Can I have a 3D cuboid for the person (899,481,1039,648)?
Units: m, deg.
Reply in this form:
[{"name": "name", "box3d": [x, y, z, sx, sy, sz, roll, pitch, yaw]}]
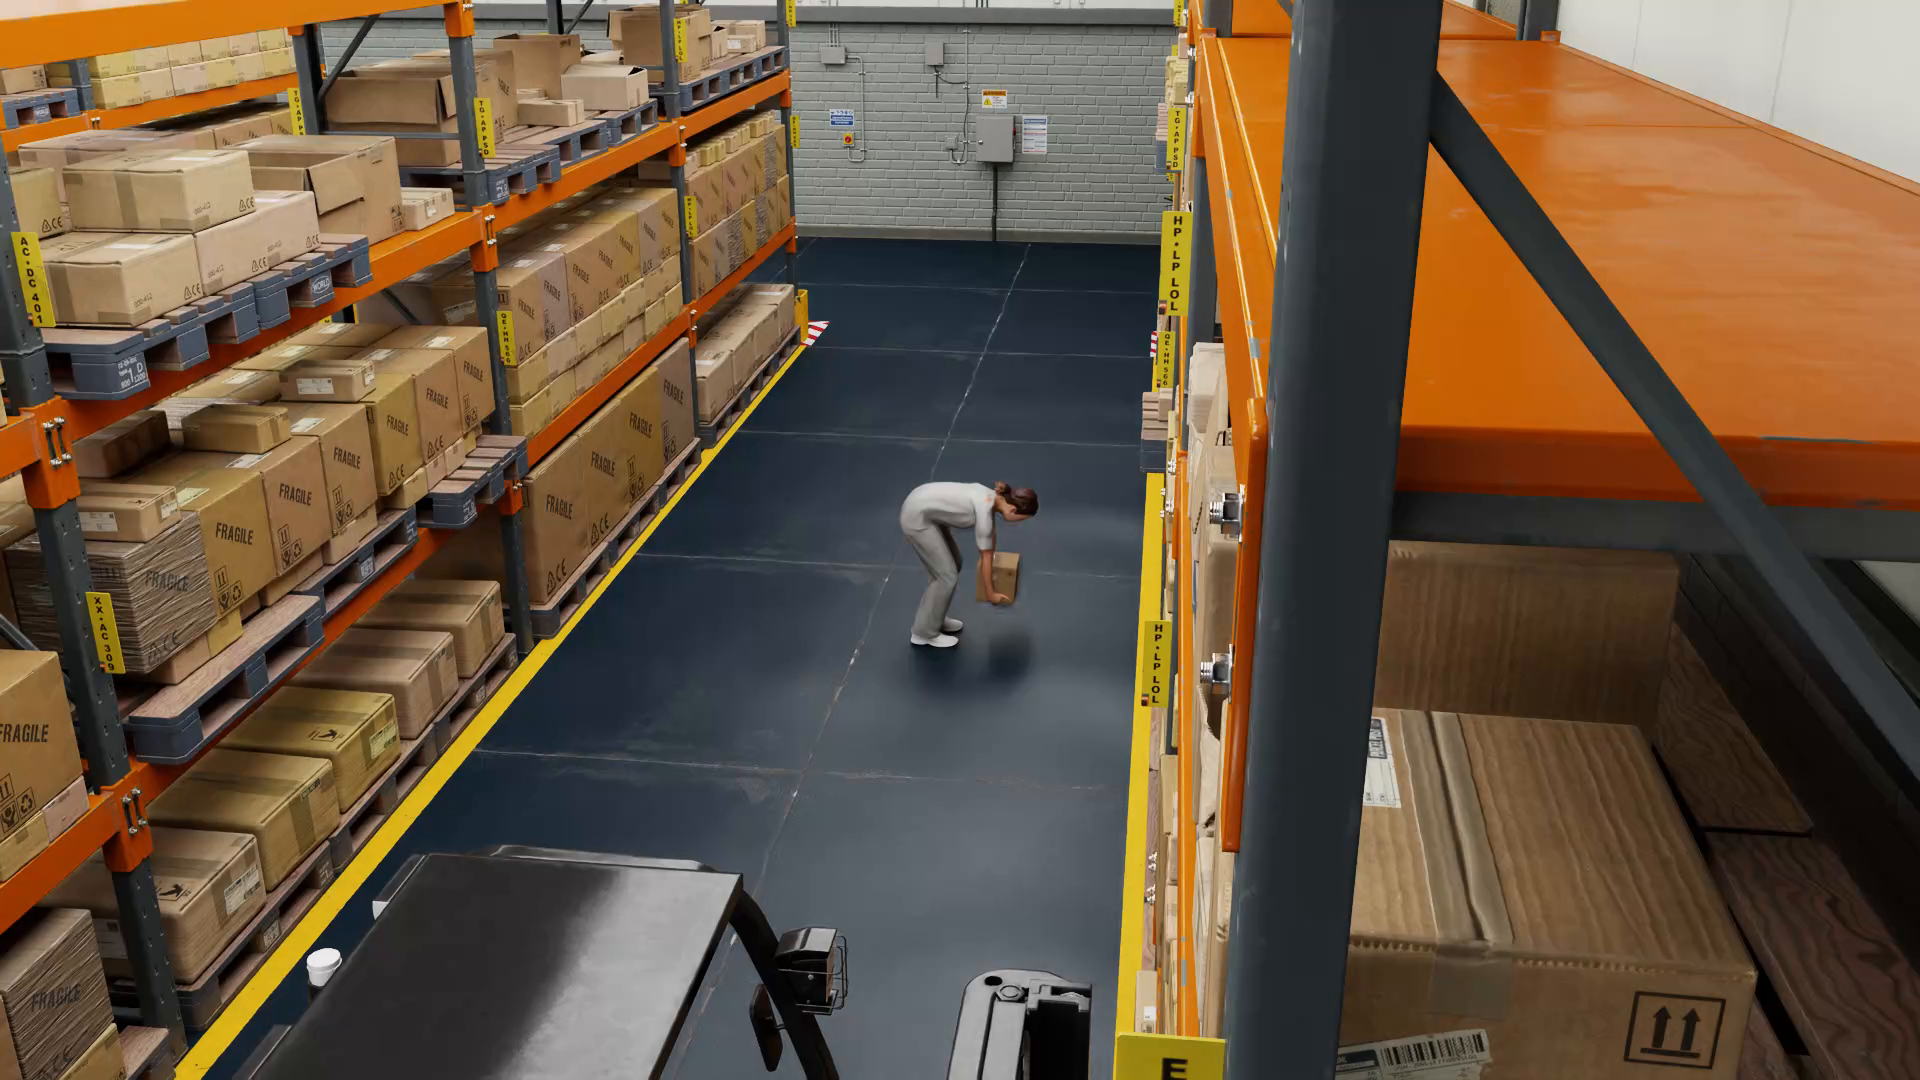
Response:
[{"name": "person", "box3d": [0.058, 0.129, 10.567, 0.873, 1.089, 0.431, 2, 21, 5]}]
